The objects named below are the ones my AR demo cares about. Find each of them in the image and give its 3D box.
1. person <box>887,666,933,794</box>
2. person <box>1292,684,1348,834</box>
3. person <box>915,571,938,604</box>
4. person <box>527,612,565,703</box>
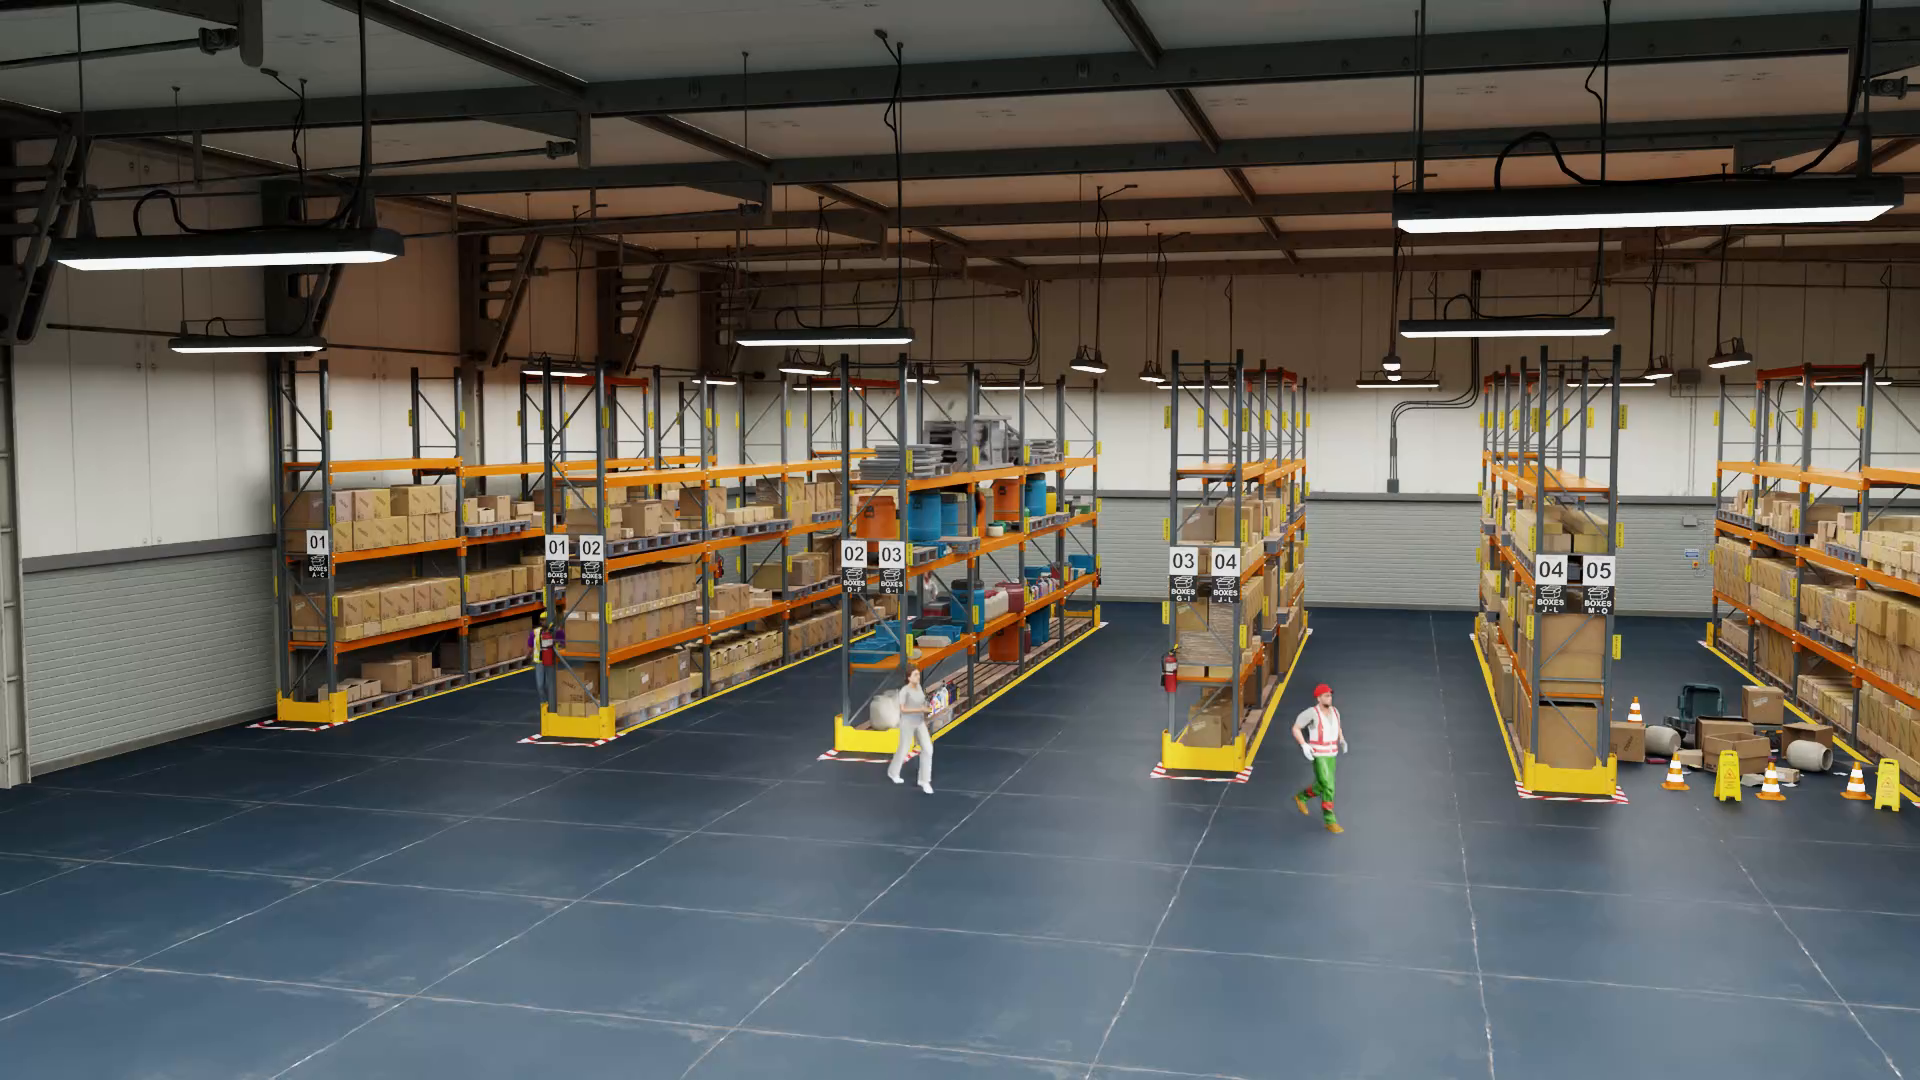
[{"bbox_3d":[-0.683,2.544,22.516,0.495,1.709,0.827,-3,5,-40],"label":"person"},{"bbox_3d":[4.425,2.652,20.476,0.668,1.786,0.892,-3,5,-35],"label":"person"},{"bbox_3d":[-0.761,1.482,37.808,0.537,1.587,0.827,0,4,0],"label":"person"},{"bbox_3d":[-7.090,2.092,28.443,0.692,1.719,0.589,0,4,3],"label":"person"}]
